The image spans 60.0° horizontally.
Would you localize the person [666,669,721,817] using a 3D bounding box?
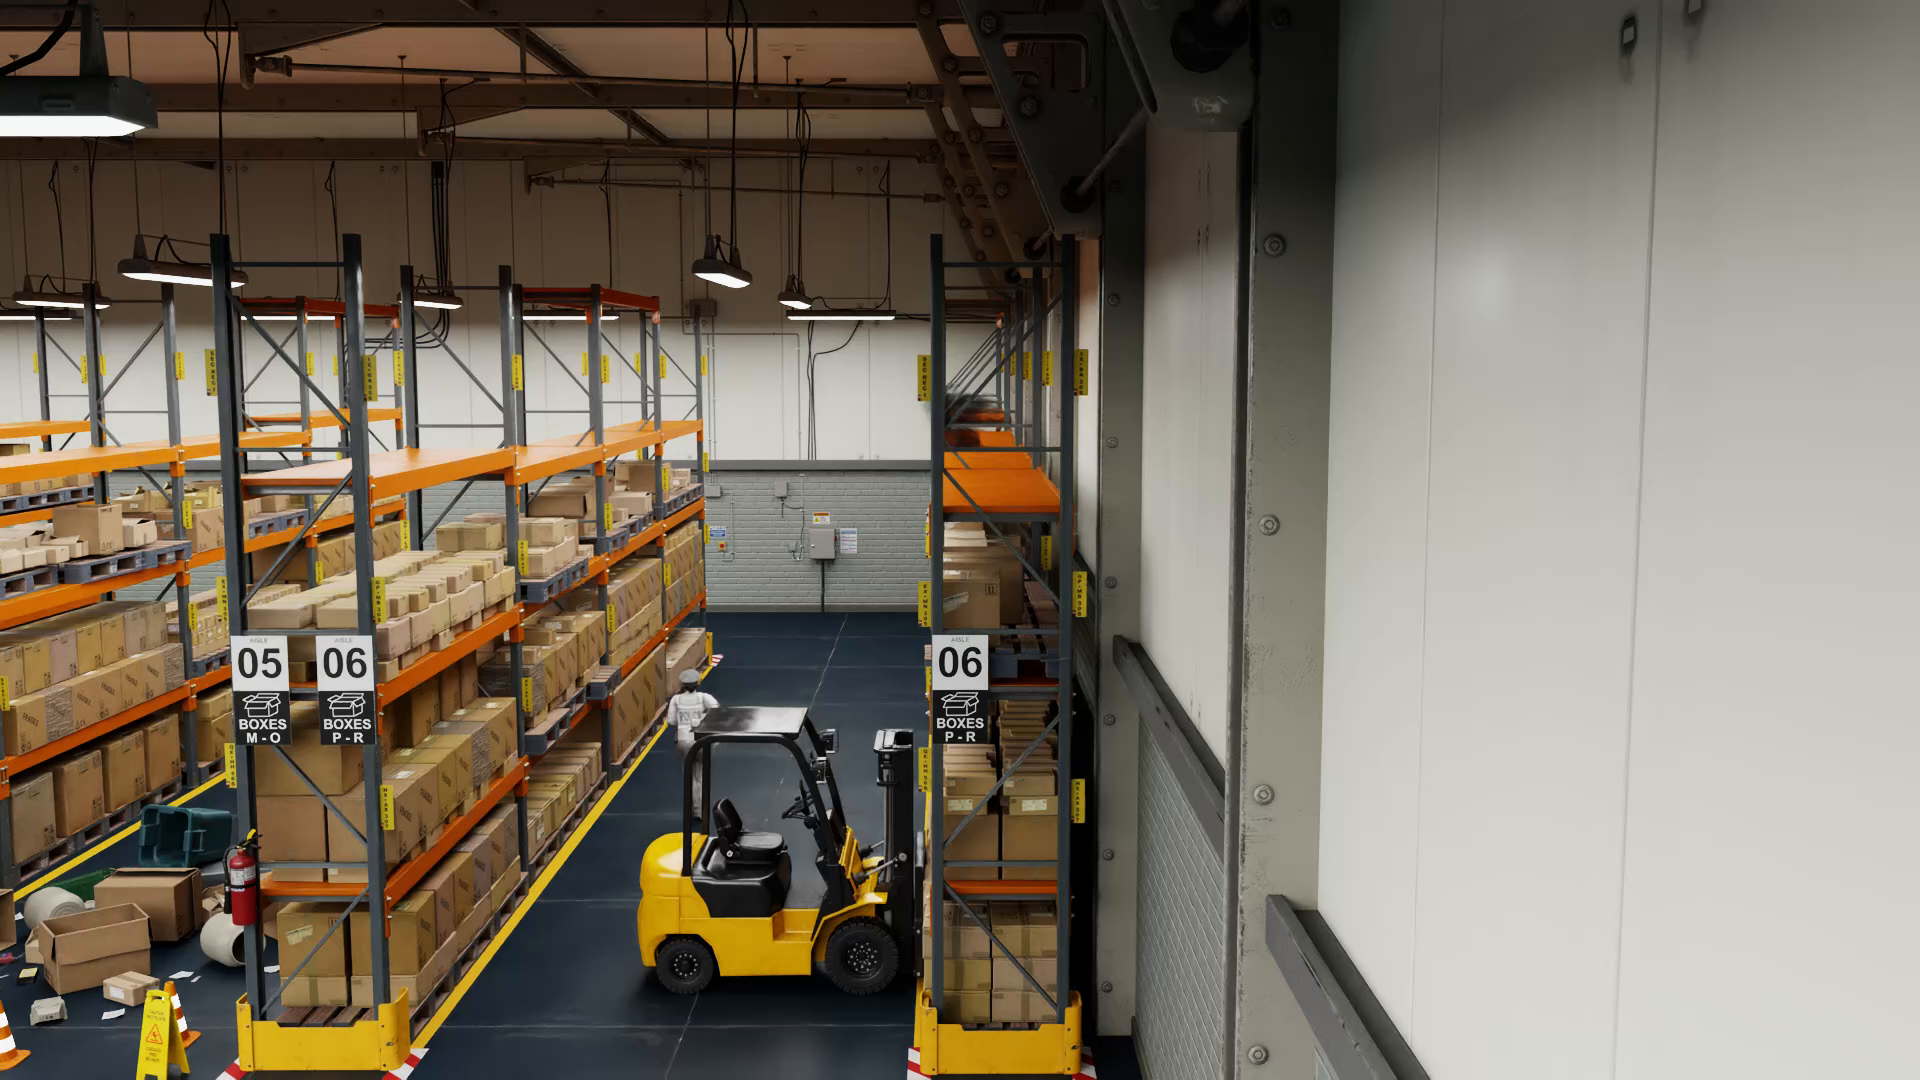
[{"bbox_3d":[-3.000,2.286,18.807,0.567,1.614,0.740,-2,7,-18],"label":"person"}]
